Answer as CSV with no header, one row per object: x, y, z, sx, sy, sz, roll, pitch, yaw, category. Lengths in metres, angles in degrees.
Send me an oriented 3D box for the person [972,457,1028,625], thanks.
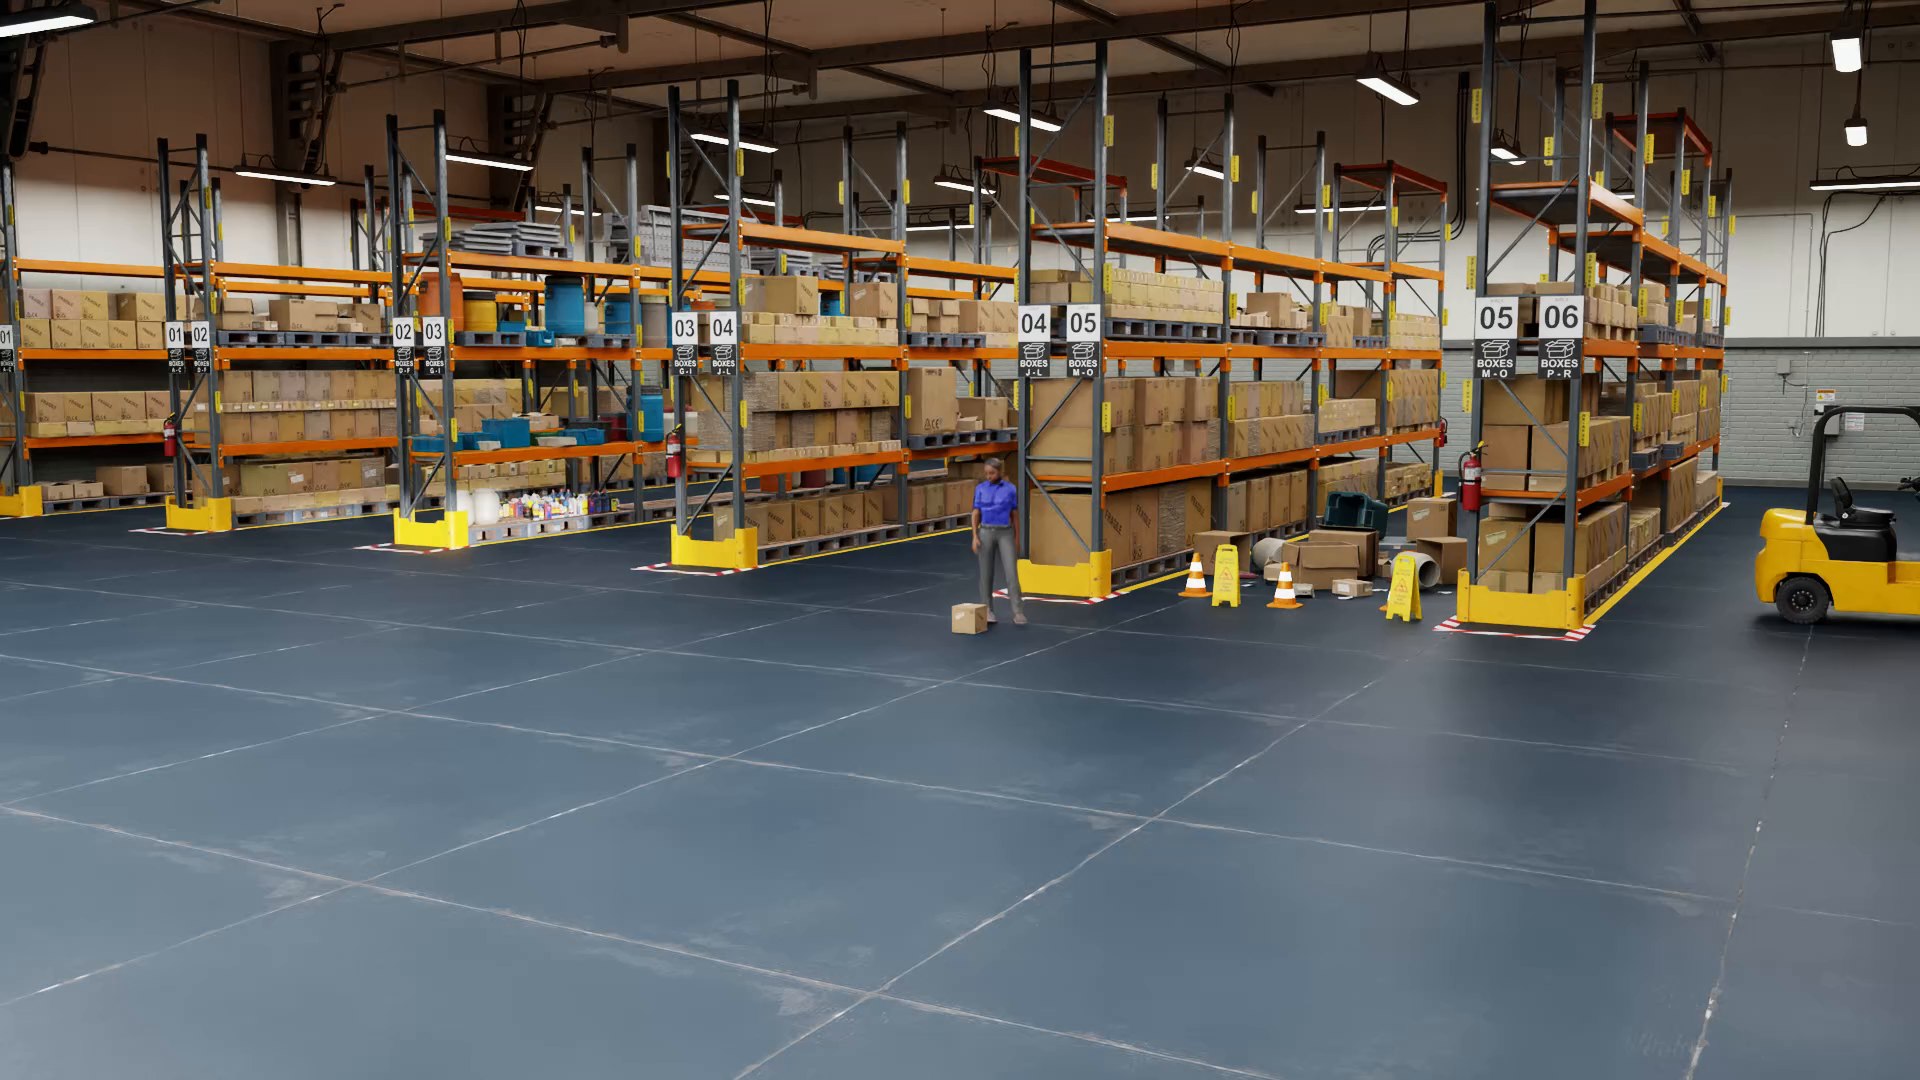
0.387,0.013,16.246,0.547,1.638,0.667,0,6,0,person
